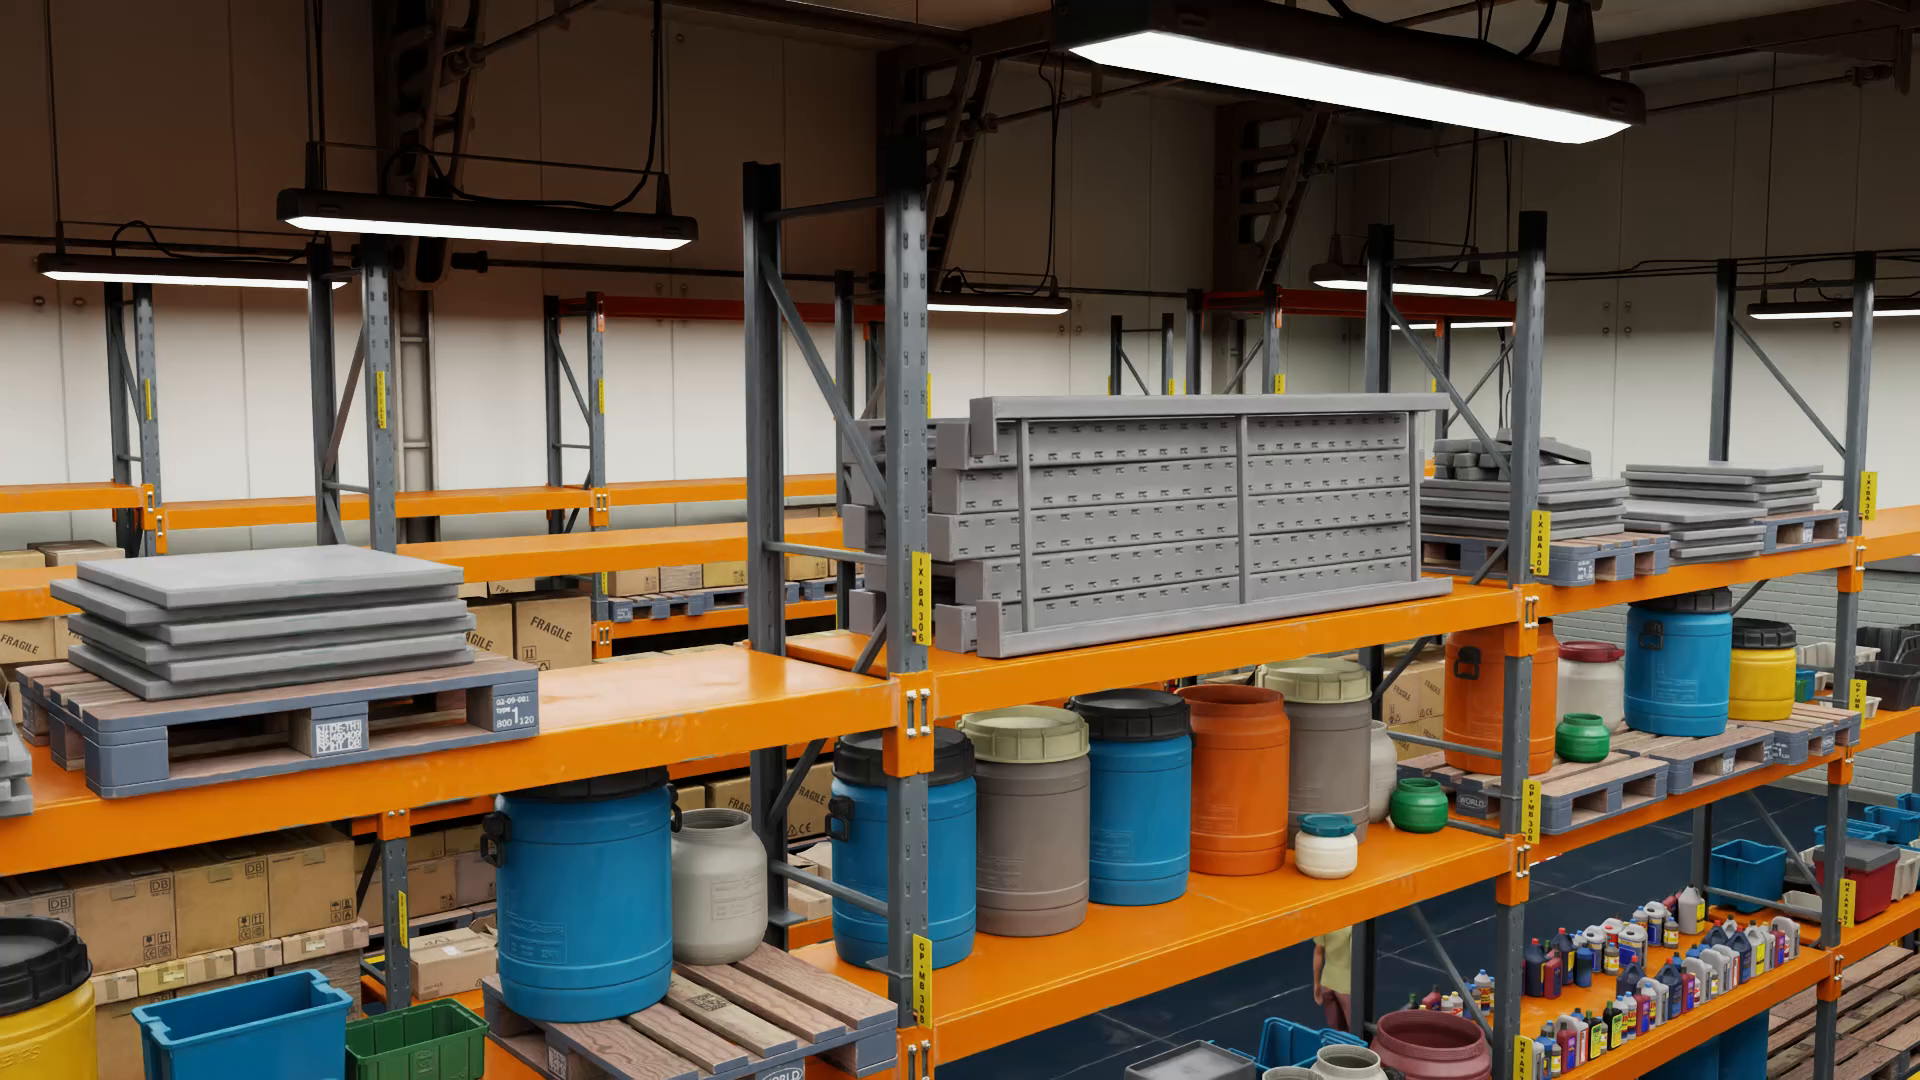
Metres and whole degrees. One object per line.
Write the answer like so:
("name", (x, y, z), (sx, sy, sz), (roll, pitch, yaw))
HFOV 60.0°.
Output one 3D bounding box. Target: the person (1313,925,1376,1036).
("person", (2.712, 3.212, 11.763), (0.520, 1.666, 0.490), (-4, 7, -38))
